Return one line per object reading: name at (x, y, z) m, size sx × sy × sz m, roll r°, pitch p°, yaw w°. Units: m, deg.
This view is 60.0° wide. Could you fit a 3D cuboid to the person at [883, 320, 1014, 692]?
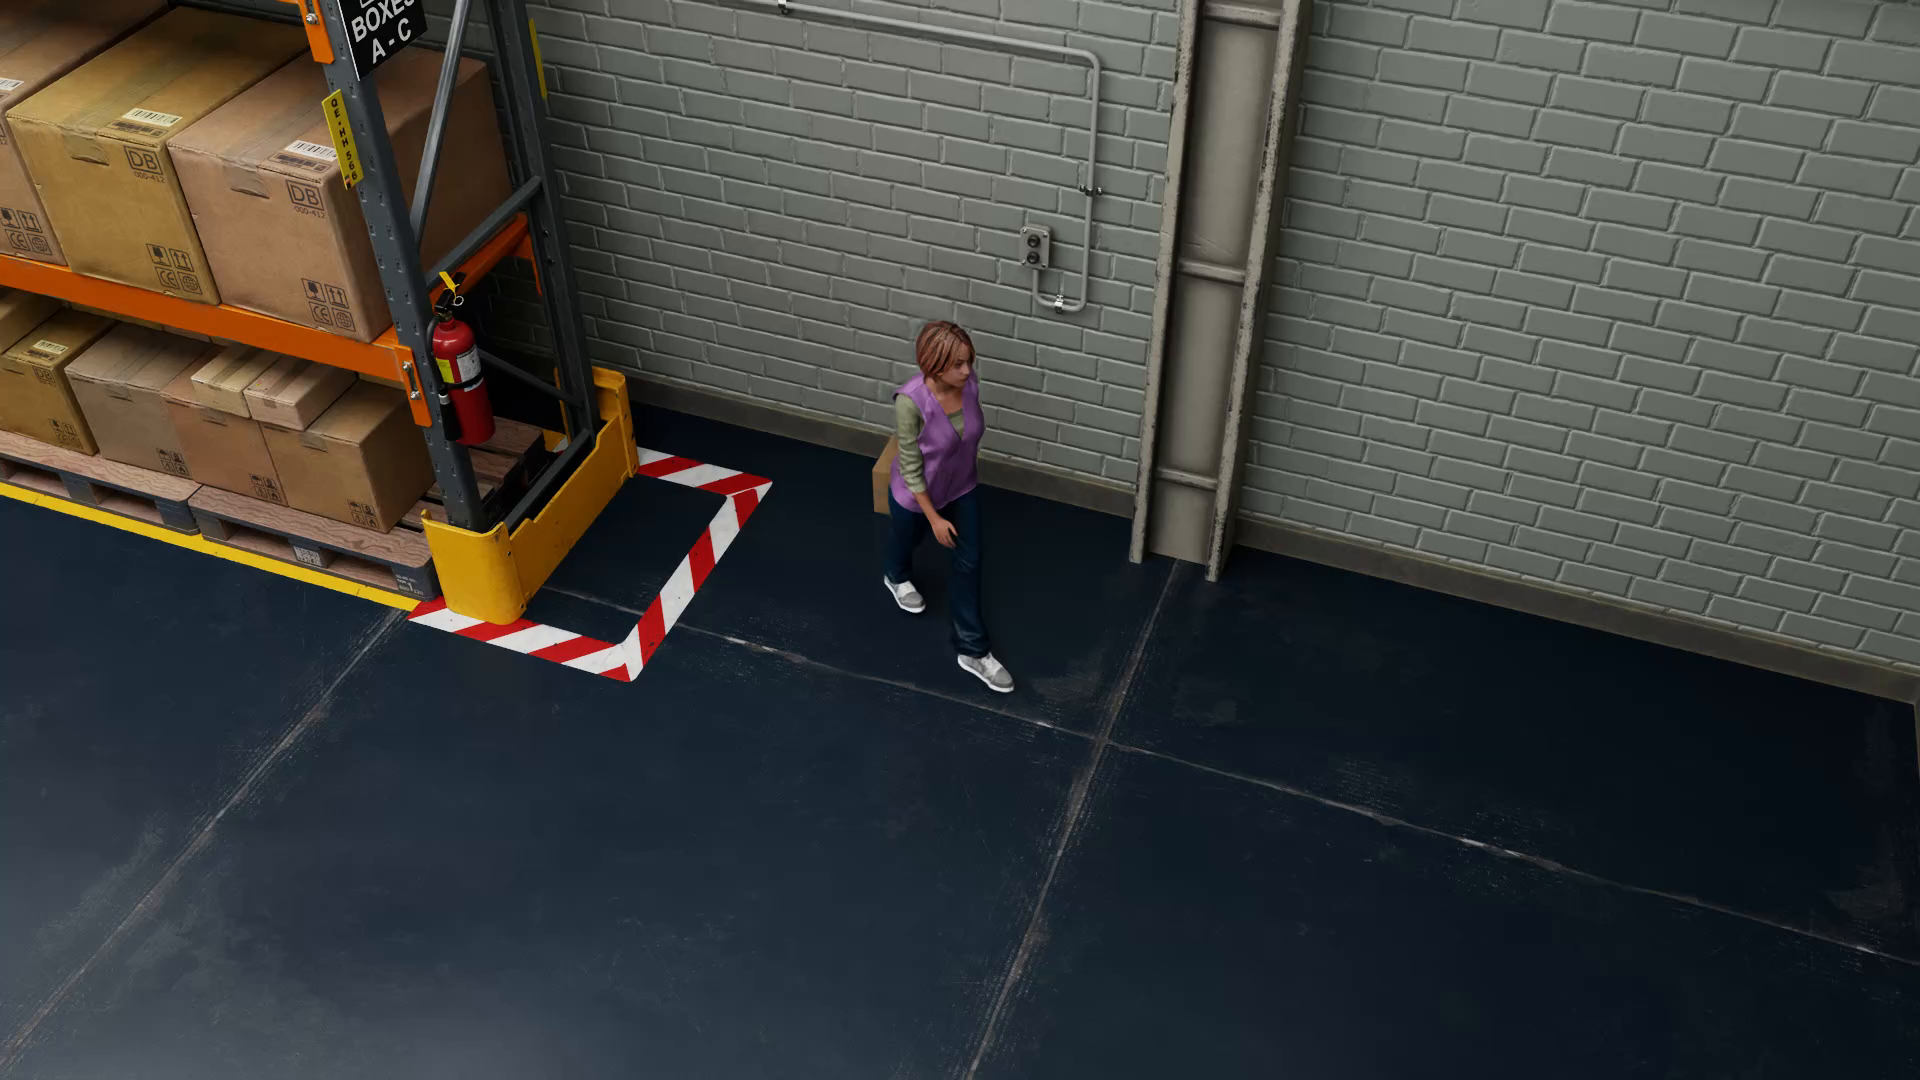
person at (-0.063, -0.185, 6.365) m, size 0.414 × 1.554 × 0.842 m, roll -22°, pitch 47°, yaw -23°
